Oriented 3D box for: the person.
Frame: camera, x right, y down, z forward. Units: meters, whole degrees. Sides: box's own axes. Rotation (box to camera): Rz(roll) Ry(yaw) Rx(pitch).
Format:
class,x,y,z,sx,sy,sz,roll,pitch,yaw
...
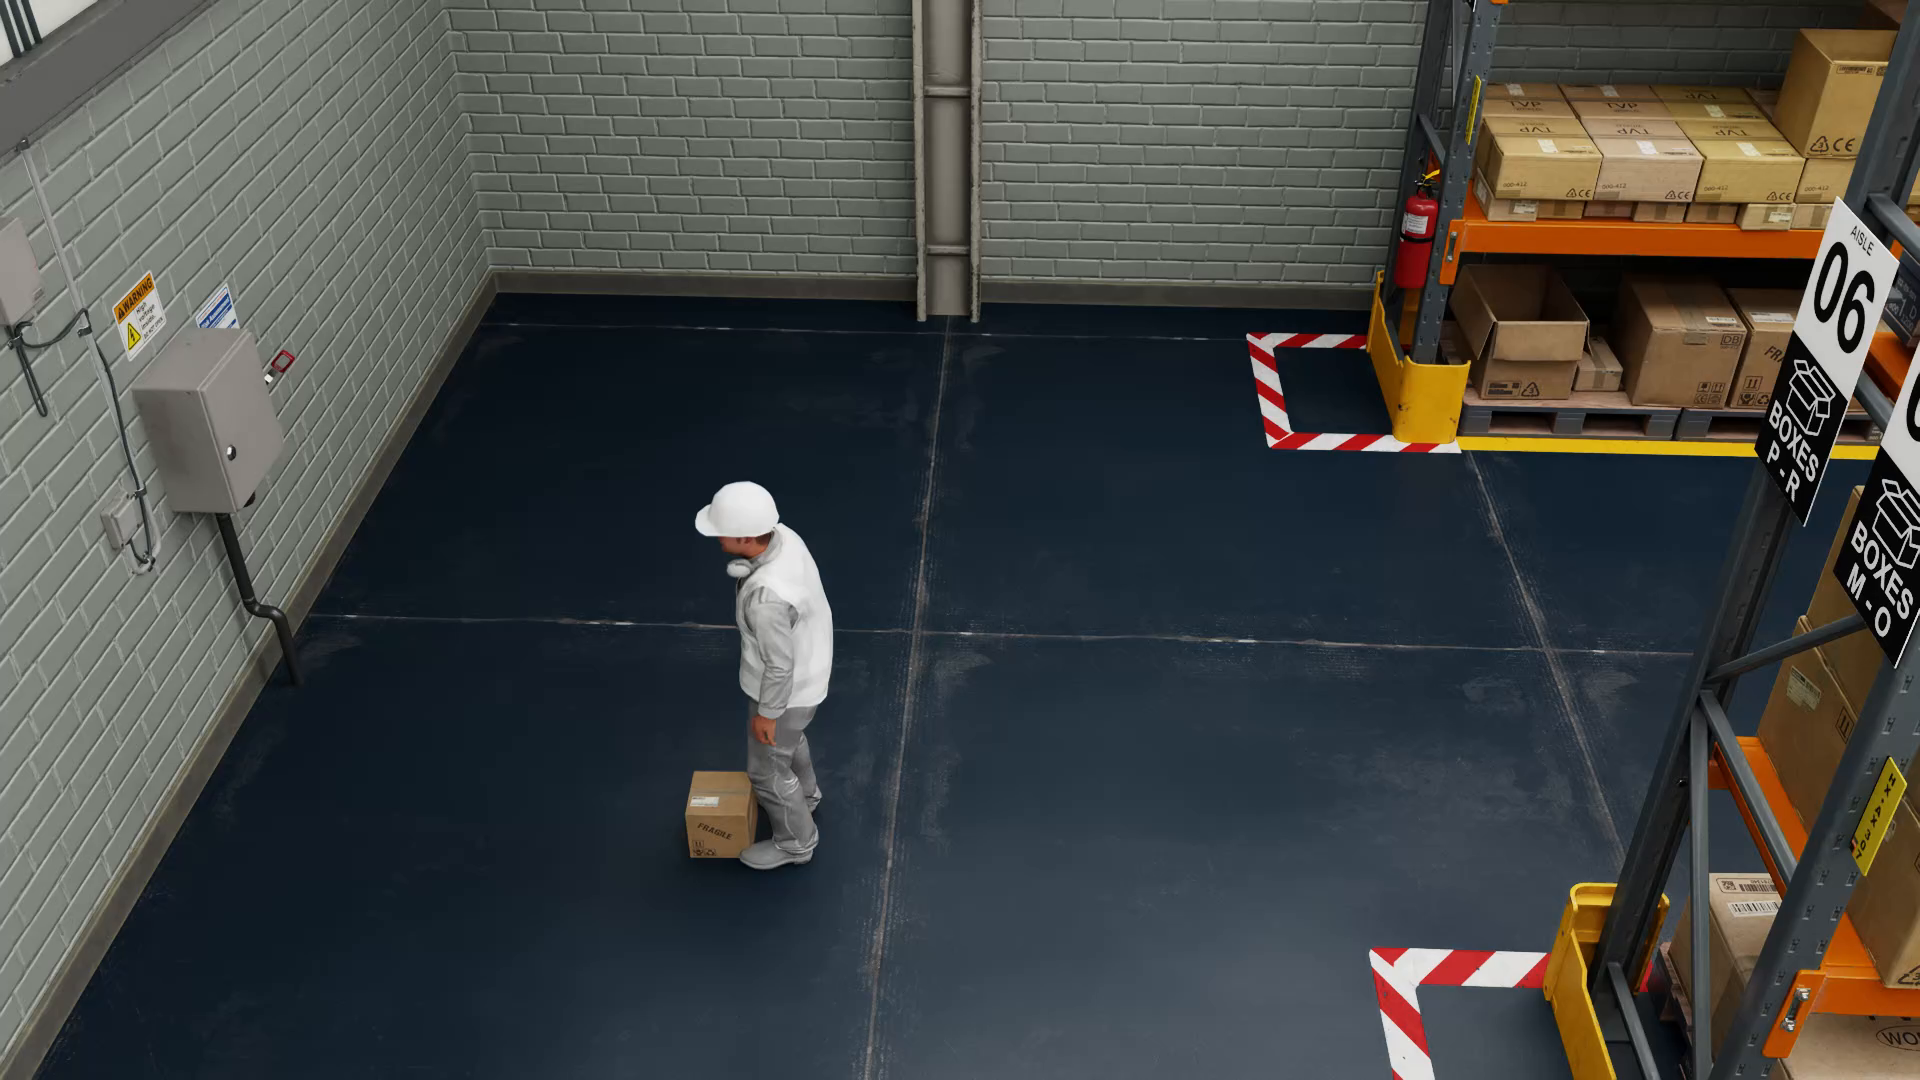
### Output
class,x,y,z,sx,sy,sz,roll,pitch,yaw
person,-0.711,0.512,6.376,0.463,1.770,0.584,0,35,-1
